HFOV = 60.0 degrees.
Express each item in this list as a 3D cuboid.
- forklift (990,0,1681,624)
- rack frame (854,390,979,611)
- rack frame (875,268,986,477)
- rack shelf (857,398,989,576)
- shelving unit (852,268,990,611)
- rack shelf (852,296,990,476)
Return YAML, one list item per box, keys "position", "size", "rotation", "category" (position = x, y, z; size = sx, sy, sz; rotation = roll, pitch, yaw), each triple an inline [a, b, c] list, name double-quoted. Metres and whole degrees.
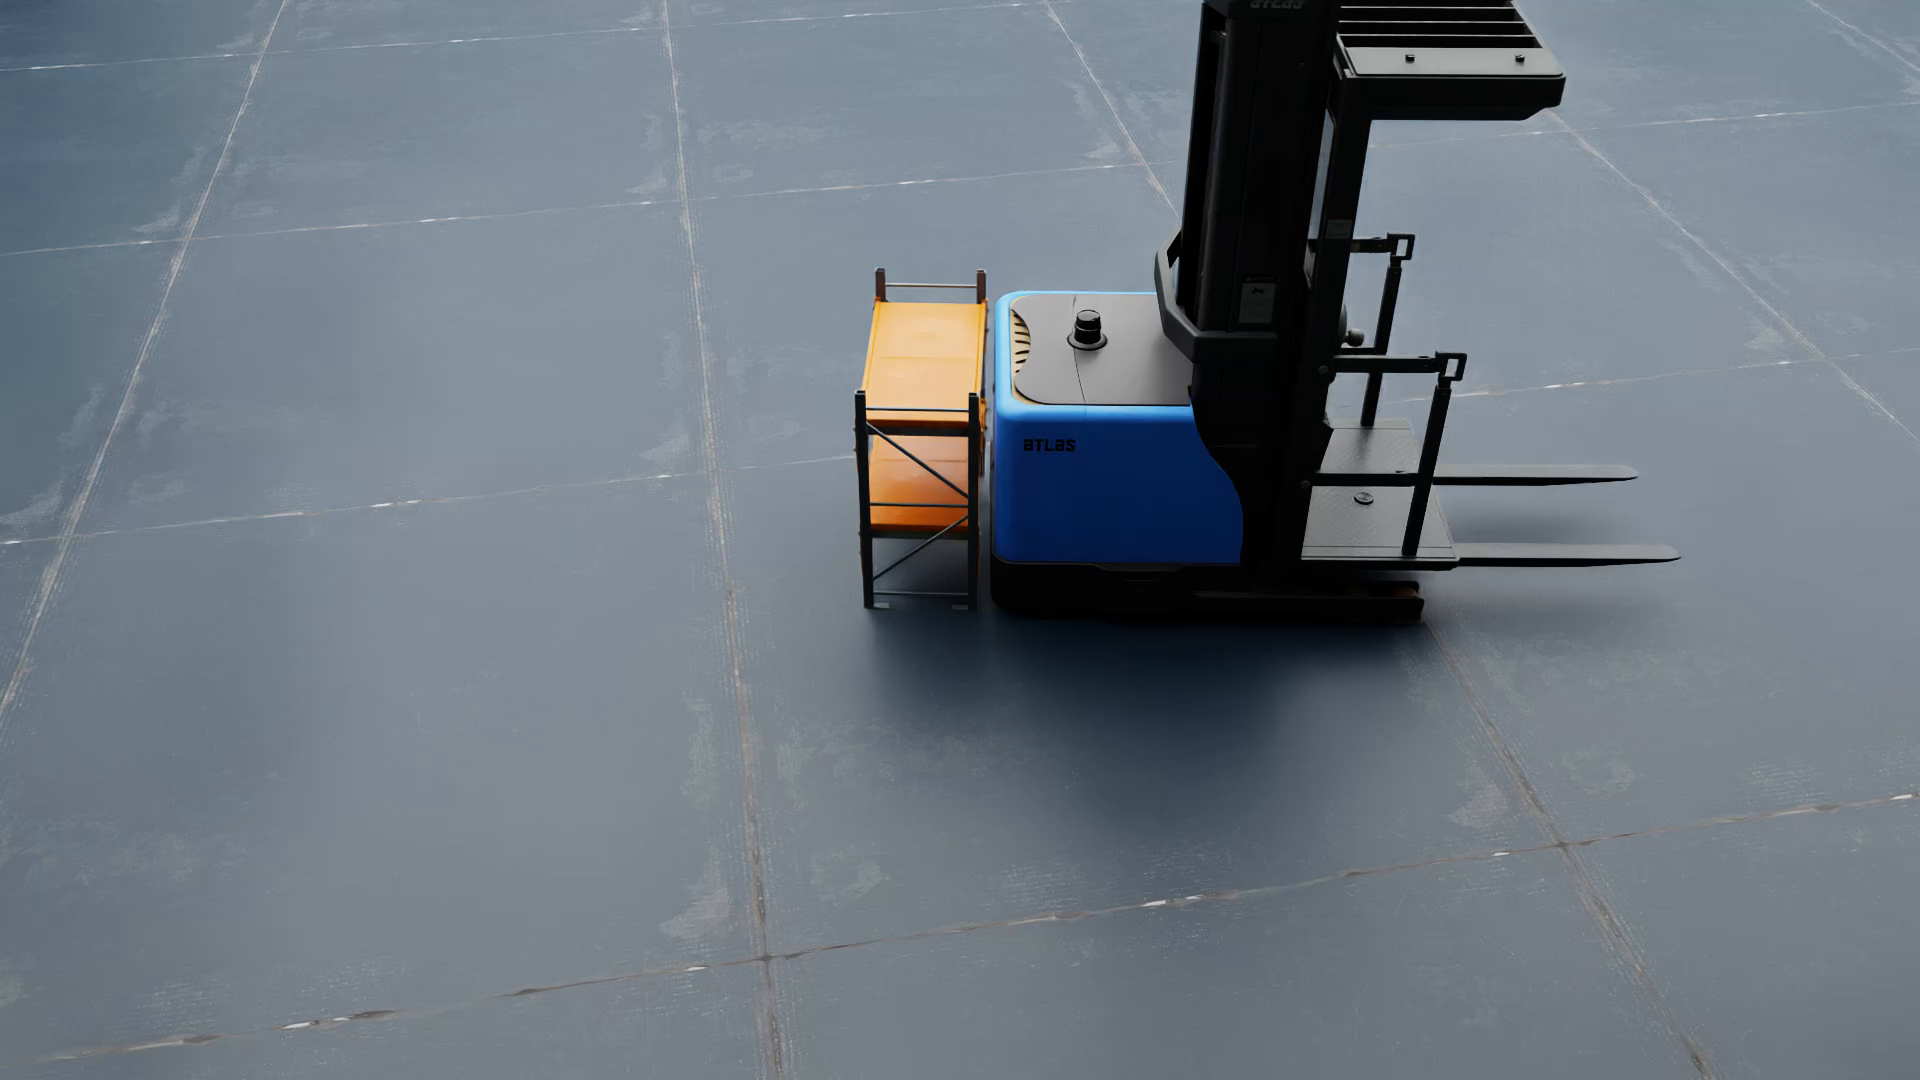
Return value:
- position: [1.655, -1.121, 6.803]
  size: [3.031, 2.935, 1.130]
  rotation: [0, 38, 1]
  category: "forklift"
- position: [-0.174, -0.146, 7.020]
  size: [0.500, 1.125, 0.032]
  rotation: [1, 38, 2]
  category: "rack frame"
- position: [-0.132, -0.769, 7.823]
  size: [0.500, 1.125, 0.032]
  rotation: [1, 38, 2]
  category: "rack frame"
- position: [-0.153, -0.264, 7.572]
  size: [0.538, 0.278, 1.000]
  rotation: [1, 38, 2]
  category: "rack shelf"
- position: [-0.153, -0.457, 7.422]
  size: [0.538, 1.125, 1.048]
  rotation: [1, 38, 2]
  category: "shelving unit"
- position: [-0.153, -0.688, 7.242]
  size: [0.538, 0.278, 1.000]
  rotation: [1, 38, 2]
  category: "rack shelf"
